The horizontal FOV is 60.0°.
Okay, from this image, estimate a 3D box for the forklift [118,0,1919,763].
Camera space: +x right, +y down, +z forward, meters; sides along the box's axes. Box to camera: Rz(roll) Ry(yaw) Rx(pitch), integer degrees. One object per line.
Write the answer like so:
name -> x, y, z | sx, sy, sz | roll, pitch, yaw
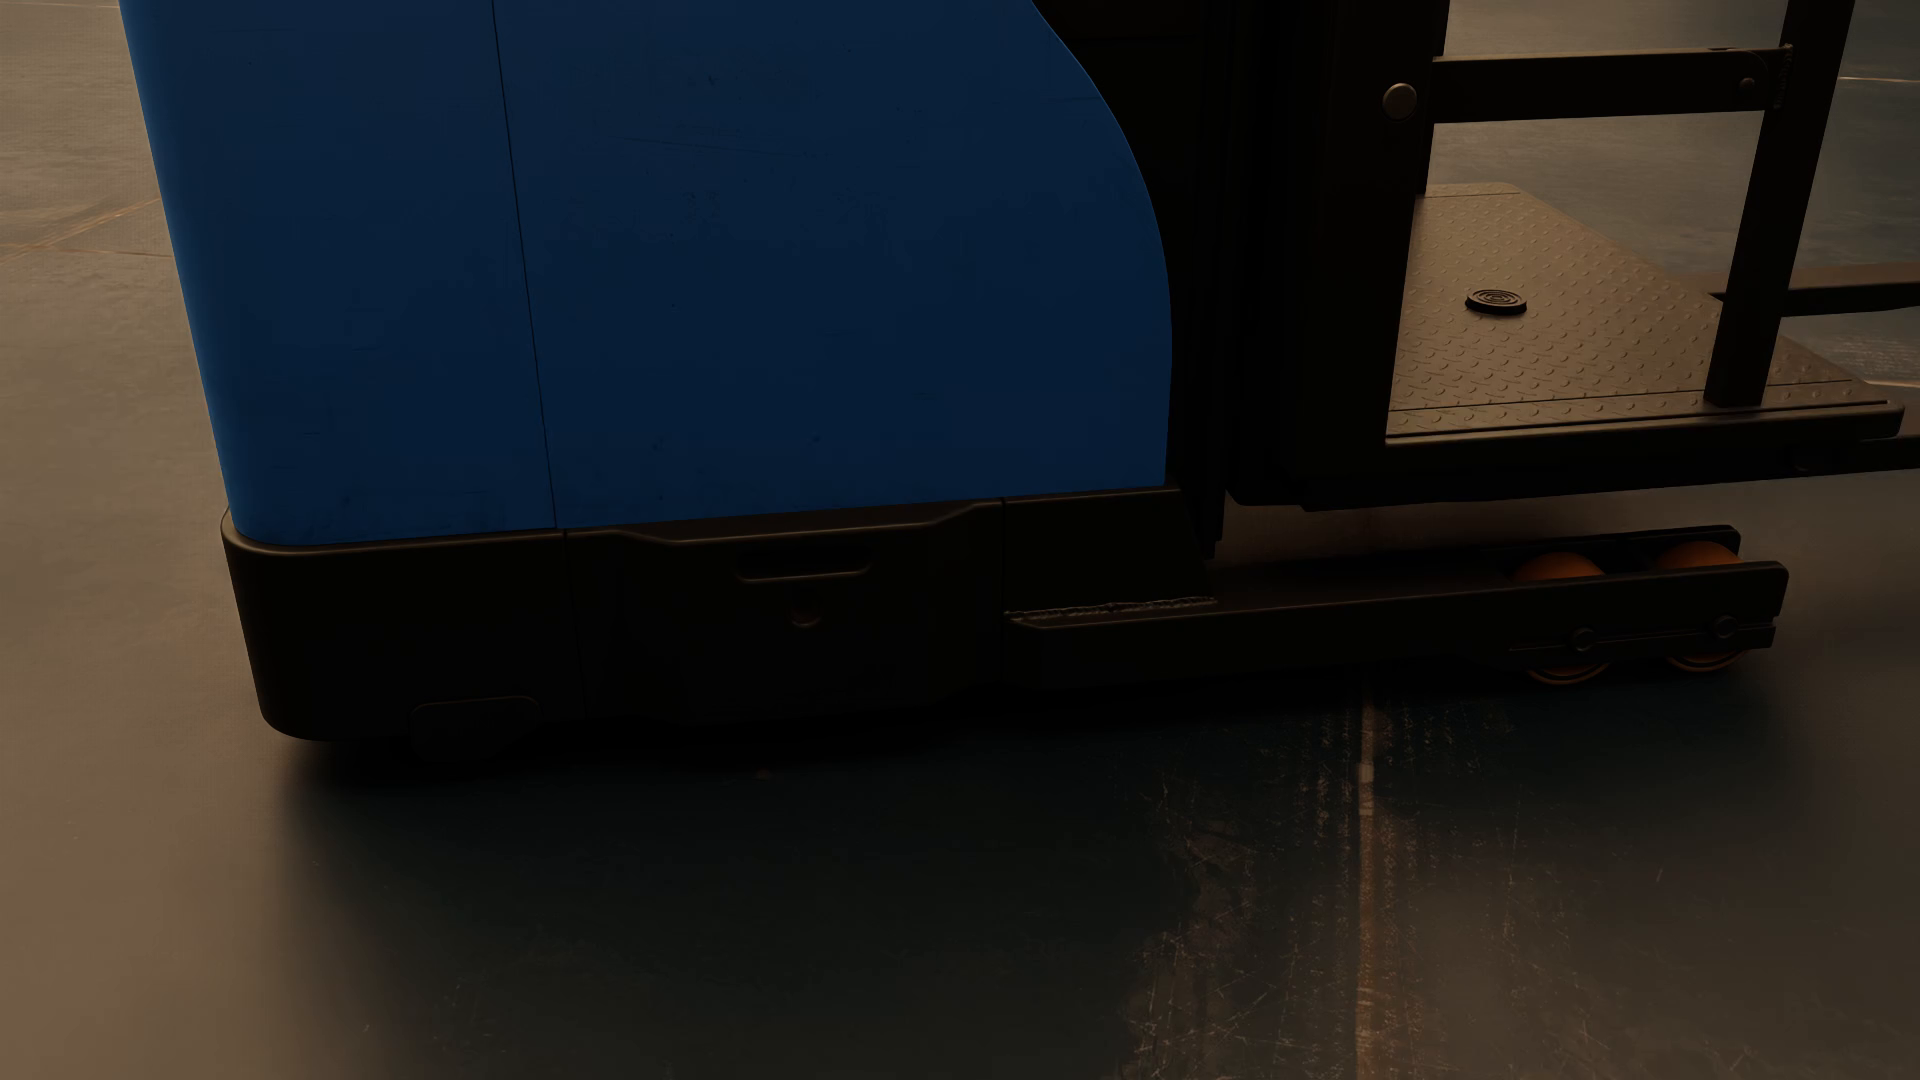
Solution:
forklift -> 0.600, -1.354, 1.930 | 3.031, 2.935, 1.130 | -4, 27, -9
